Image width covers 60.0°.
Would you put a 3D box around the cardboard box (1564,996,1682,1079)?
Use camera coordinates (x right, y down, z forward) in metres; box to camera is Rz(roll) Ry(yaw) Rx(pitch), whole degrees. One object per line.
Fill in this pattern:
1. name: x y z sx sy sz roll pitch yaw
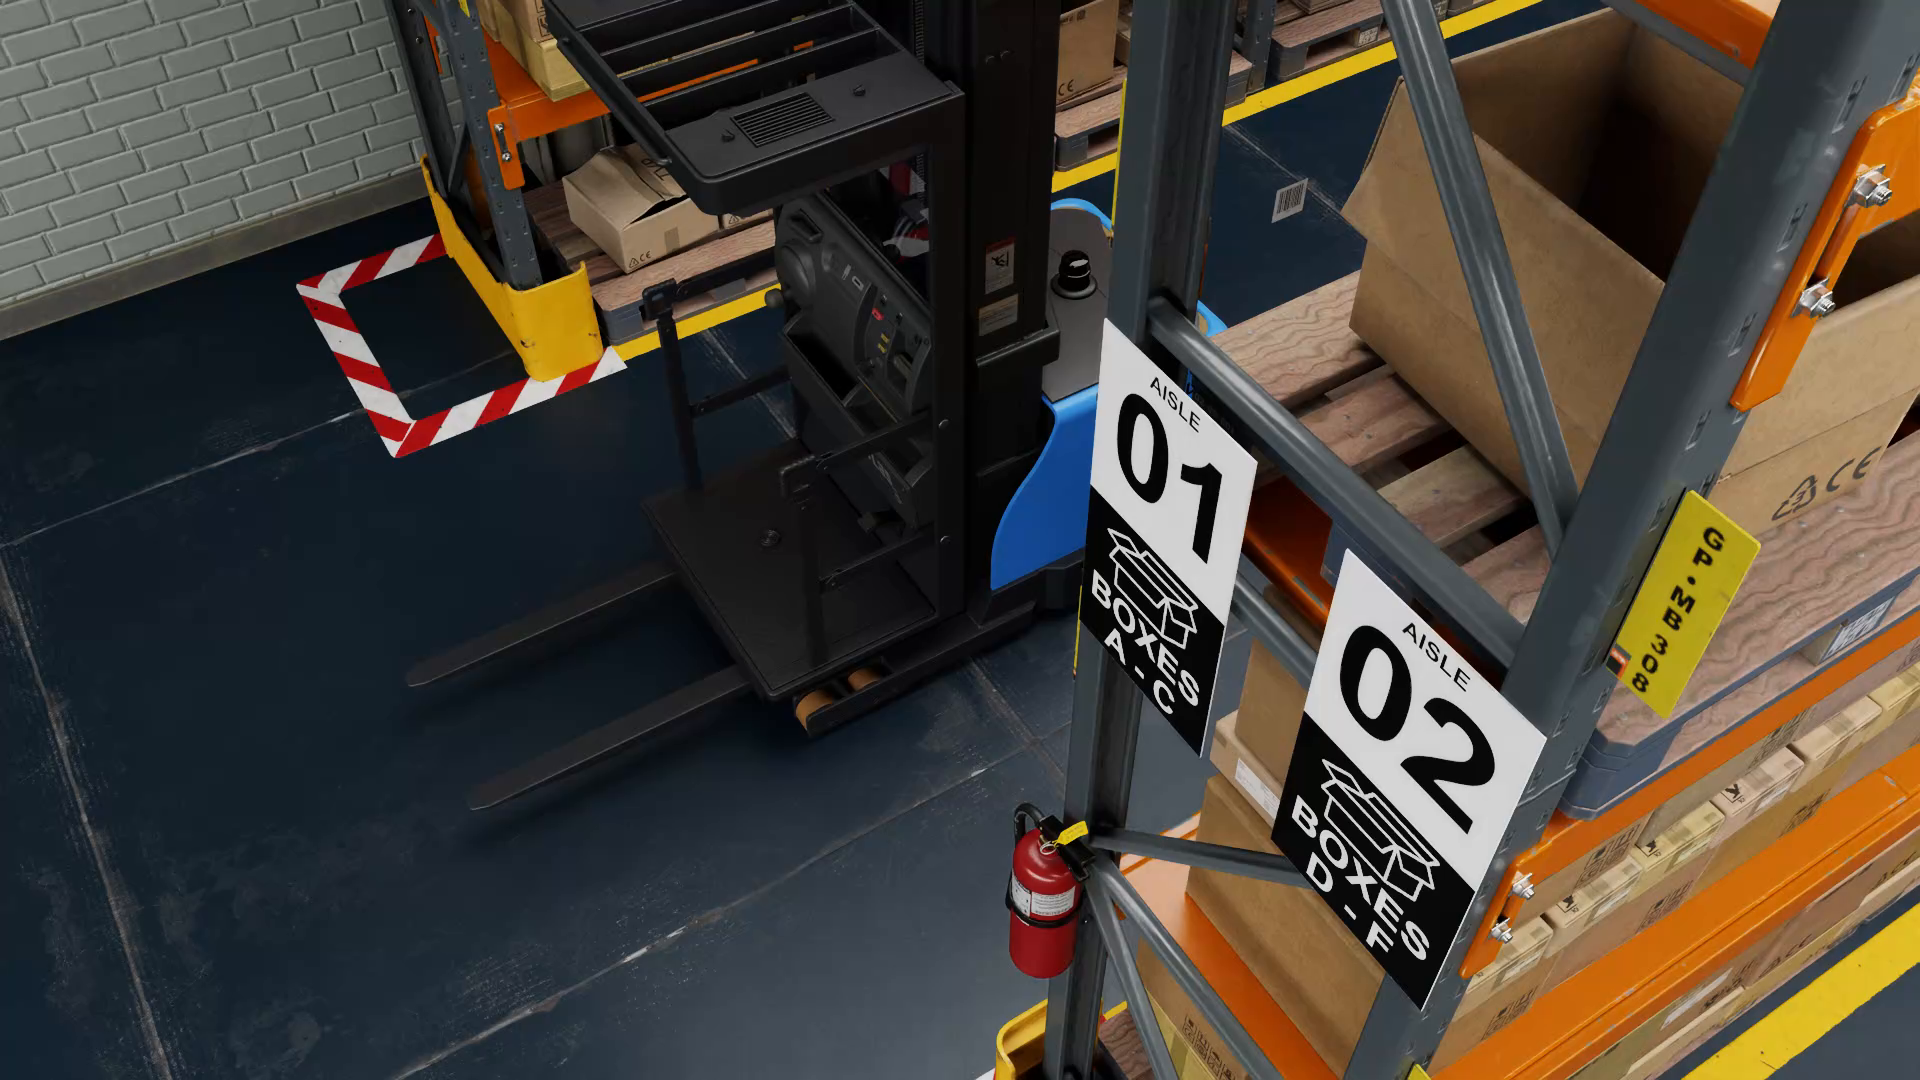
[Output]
1. cardboard box: 1.551 1.296 4.590 0.500 0.500 0.500 -25 53 -21

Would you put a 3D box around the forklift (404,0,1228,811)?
1. forklift: -0.535 -0.726 5.379 3.031 2.935 1.130 -25 53 -21

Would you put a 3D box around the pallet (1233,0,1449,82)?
1. pallet: 1.952 -3.061 9.280 1.213 0.211 1.003 -25 53 -21

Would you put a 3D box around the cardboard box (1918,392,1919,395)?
1. cardboard box: 1.646 -0.413 2.840 0.250 0.149 0.380 -25 53 -21

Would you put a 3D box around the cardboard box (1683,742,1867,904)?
1. cardboard box: 1.824 0.427 4.240 0.500 0.500 0.700 -25 53 -21

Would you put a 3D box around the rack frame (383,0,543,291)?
1. rack frame: -2.089 -2.083 6.542 0.127 3.000 1.000 -25 53 -21

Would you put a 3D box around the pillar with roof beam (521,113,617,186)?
1. pillar with roof beam: 0.338 -2.184 2.615 0.400 9.000 9.100 -25 53 -21

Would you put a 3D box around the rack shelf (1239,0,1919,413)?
1. rack shelf: 2.249 -1.376 2.644 4.000 0.370 1.077 -25 53 -21

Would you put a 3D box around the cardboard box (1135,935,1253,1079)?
1. cardboard box: 0.852 1.168 4.704 0.500 0.500 0.500 -25 53 -21

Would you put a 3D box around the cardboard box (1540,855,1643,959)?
1. cardboard box: 1.226 0.668 3.590 0.250 0.149 0.380 -27 53 -22

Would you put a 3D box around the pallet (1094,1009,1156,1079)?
1. pallet: 1.182 1.640 5.093 1.213 0.211 1.003 -25 53 -21

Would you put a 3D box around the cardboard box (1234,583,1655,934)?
1. cardboard box: 1.004 0.381 3.412 0.500 0.500 0.700 -25 53 -21

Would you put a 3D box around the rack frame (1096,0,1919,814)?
1. rack frame: 0.557 -0.951 1.516 0.127 3.000 1.000 -25 53 -21

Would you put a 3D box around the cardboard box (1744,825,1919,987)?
1. cardboard box: 2.400 0.901 4.943 0.500 0.500 0.500 -25 53 -21

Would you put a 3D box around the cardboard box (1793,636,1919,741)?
1. cardboard box: 1.871 -0.034 3.781 0.500 0.500 0.700 -25 53 -21

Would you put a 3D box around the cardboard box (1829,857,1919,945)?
1. cardboard box: 2.822 0.950 5.401 0.500 0.250 0.500 -25 53 -21

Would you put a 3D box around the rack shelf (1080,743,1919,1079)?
1. rack shelf: 2.249 0.487 4.735 4.000 0.370 1.077 -25 53 -21

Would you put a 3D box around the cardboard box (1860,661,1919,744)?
1. cardboard box: 2.092 0.261 3.953 0.250 0.149 0.380 -26 53 -21

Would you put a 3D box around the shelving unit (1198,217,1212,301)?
1. shelving unit: 0.807 -0.877 6.773 0.252 1.050 0.215 -35 57 -27

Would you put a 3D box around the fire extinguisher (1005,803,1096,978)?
1. fire extinguisher: 0.209 0.824 4.005 0.183 0.674 0.296 -25 53 -21

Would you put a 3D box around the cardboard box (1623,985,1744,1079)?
1. cardboard box: 1.974 1.345 5.049 0.500 0.250 0.500 -25 53 -21

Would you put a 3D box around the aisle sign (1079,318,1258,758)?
1. aisle sign: 0.345 0.020 2.928 0.004 0.787 0.394 -25 53 -21

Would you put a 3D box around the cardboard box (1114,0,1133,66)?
1. cardboard box: 0.857 -2.649 8.648 0.250 0.166 0.380 -32 56 -25

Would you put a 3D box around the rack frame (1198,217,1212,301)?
1. rack frame: 0.896 -0.939 6.829 0.008 1.050 0.200 -35 57 -27

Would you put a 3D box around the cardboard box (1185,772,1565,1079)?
1. cardboard box: 0.959 0.833 3.878 0.500 0.500 0.700 -25 53 -21

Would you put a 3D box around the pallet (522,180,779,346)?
1. pallet: -1.319 -1.487 7.878 1.213 0.211 1.003 -25 53 -21

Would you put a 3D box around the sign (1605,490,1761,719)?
1. sign: 0.848 0.083 1.966 0.005 0.325 0.100 -25 53 -21

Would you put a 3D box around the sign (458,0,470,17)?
1. sign: -1.799 -2.028 5.913 0.005 0.325 0.100 -25 53 -21

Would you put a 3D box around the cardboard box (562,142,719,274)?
1. cardboard box: -1.456 -1.554 7.576 0.500 0.311 0.500 -31 55 -25

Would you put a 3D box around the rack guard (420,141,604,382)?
1. rack guard: -2.025 -1.282 7.502 0.348 0.500 1.175 -25 53 -21

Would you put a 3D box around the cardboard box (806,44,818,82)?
1. cardboard box: -0.327 -2.105 7.940 0.500 0.500 0.700 -28 54 -23

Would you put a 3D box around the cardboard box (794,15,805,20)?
1. cardboard box: -0.641 -2.449 6.955 0.500 0.250 0.500 -26 53 -21

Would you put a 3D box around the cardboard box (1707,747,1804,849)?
1. cardboard box: 1.652 0.470 3.766 0.250 0.149 0.380 -26 53 -21

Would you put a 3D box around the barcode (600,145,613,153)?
1. barcode: -1.654 -1.817 7.804 0.075 0.075 0.001 -25 53 -21

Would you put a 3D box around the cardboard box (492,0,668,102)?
1. cardboard box: -1.507 -2.034 6.585 0.500 0.250 0.500 -27 54 -22

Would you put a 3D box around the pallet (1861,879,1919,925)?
1. pallet: 3.245 0.668 5.959 1.213 0.211 1.003 -25 53 -21
